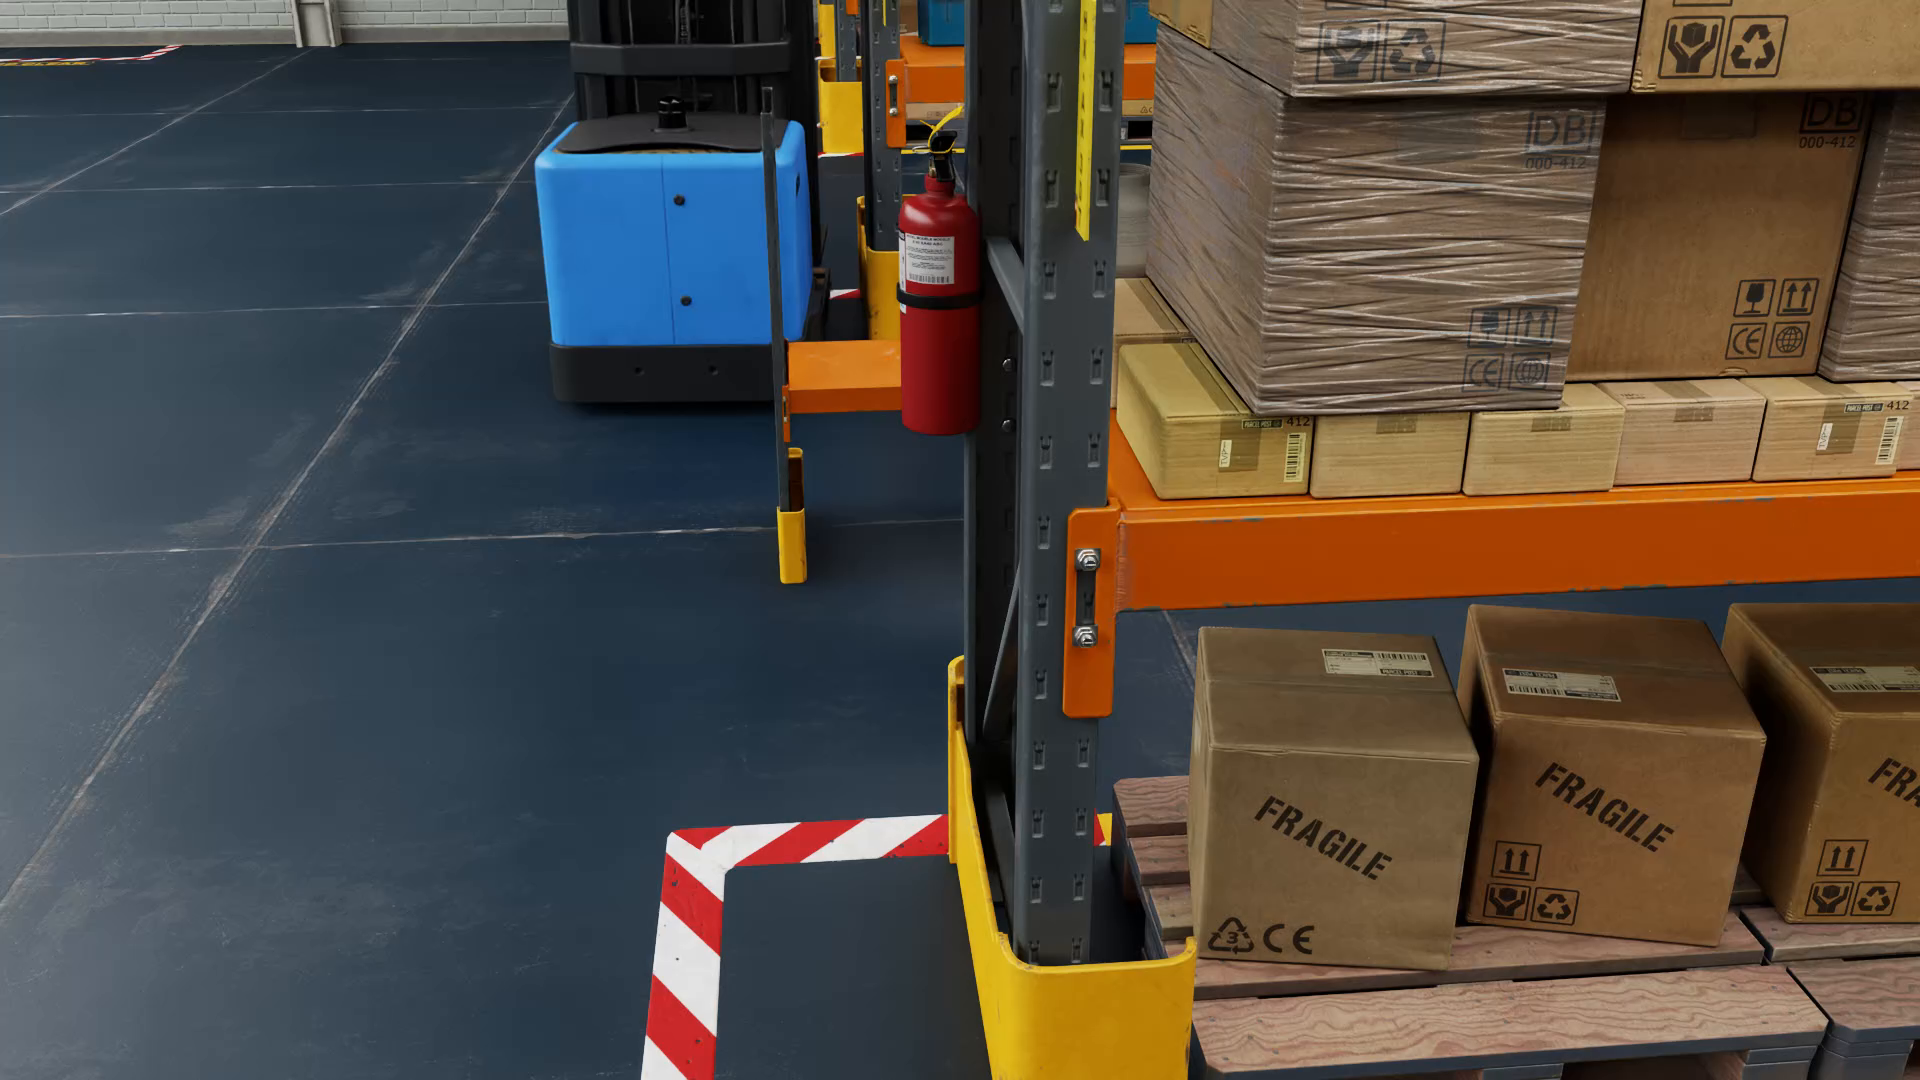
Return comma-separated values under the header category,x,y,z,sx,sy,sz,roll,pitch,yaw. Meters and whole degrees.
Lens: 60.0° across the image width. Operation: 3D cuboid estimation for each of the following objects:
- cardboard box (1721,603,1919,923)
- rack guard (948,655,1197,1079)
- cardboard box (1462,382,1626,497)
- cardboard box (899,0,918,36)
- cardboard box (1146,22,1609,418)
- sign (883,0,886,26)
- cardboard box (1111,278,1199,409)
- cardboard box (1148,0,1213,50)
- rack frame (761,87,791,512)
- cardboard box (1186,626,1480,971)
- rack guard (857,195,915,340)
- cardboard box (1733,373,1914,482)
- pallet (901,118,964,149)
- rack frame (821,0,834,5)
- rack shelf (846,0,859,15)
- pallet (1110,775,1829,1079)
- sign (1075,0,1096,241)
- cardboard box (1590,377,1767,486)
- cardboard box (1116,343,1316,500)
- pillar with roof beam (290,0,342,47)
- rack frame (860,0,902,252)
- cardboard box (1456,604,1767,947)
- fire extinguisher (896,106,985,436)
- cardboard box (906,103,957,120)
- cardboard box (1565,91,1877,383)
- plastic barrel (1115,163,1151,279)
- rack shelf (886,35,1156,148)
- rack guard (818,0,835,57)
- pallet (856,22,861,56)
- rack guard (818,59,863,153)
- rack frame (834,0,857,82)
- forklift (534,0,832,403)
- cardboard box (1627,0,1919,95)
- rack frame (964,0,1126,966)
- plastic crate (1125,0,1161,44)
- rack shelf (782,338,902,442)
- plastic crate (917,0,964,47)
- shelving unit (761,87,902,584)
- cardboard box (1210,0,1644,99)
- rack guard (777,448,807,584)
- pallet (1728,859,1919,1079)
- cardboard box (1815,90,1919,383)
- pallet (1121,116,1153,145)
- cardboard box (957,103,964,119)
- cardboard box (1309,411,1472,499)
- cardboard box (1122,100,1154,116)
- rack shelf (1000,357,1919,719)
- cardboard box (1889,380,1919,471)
category,x,y,z,sx,sy,sz,roll,pitch,yaw
cardboard box,1.959,0.467,3.568,0.500,0.500,0.500,0,24,0
rack guard,0.195,0.729,3.495,0.348,0.500,1.175,-2,24,-5
cardboard box,0.928,-0.217,2.854,0.250,0.149,0.380,-2,24,-5
cardboard box,-0.346,-3.835,12.629,0.500,0.500,0.500,-2,24,-5
cardboard box,0.670,-0.603,2.924,0.500,0.500,0.875,-2,24,-5
sign,-0.317,-2.316,6.928,0.005,0.325,0.100,-2,24,-5
cardboard box,0.383,-0.391,3.245,0.250,0.149,0.380,-2,24,-5
cardboard box,0.643,-1.171,2.971,0.500,0.500,0.500,-2,24,-5
rack frame,-0.591,-0.662,5.392,0.032,1.500,0.500,-2,24,-5
cardboard box,0.743,0.522,3.444,0.500,0.500,0.500,2,24,5
rack guard,-0.296,-1.292,8.042,0.348,0.500,1.175,-2,24,-5
cardboard box,1.424,-0.242,2.912,0.250,0.149,0.380,-2,24,-5
pallet,-0.093,-3.188,12.663,1.213,0.211,1.003,-2,24,-5
rack frame,-1.341,-6.417,16.494,0.127,3.000,1.000,-2,24,-5
rack shelf,1.140,-4.166,12.315,4.000,0.370,1.077,-2,24,-5
pallet,1.007,0.843,3.595,1.213,0.211,1.003,-2,24,-5
sign,0.173,-0.587,2.311,0.005,0.325,0.100,-2,24,-5
cardboard box,1.174,-0.235,2.896,0.250,0.149,0.380,-2,24,-5
cardboard box,0.427,-0.211,2.840,0.250,0.149,0.380,-2,24,-5
pillar with roof beam,-6.277,-7.556,11.671,0.400,9.000,9.100,-2,24,-5
rack frame,-0.367,-2.413,7.485,0.127,3.000,1.000,-2,24,-5
cardboard box,1.334,0.484,3.529,0.500,0.500,0.500,4,24,9
fire extinguisher,-0.040,-0.557,3.405,0.183,0.674,0.296,-2,24,-5
cardboard box,-0.295,-3.282,12.309,0.500,0.250,0.500,-2,24,-5
cardboard box,1.155,-0.671,3.078,0.500,0.500,0.875,-2,24,-5
plastic barrel,0.779,-1.545,8.078,0.421,0.512,0.421,0,24,0
rack shelf,1.623,-2.164,7.810,4.000,0.370,1.077,-2,24,-5
rack guard,-1.265,-5.278,17.008,0.348,0.500,1.175,-2,24,-5
pallet,-0.453,-5.164,17.108,1.213,0.211,1.003,-2,24,-5
rack guard,-0.874,-3.272,12.495,0.348,0.500,1.175,-2,24,-5
rack frame,-0.850,-4.415,11.989,0.127,3.000,1.000,-2,24,-5
forklift,-1.209,-2.457,7.669,1.130,2.935,3.031,-1,24,-2
cardboard box,1.192,-0.978,2.537,0.500,0.500,0.500,-2,24,-5
rack frame,0.120,-0.411,2.981,0.127,3.000,1.000,-2,24,-5
plastic crate,0.748,-2.509,7.885,0.408,0.251,0.499,-2,24,-5
rack shelf,-0.085,-0.518,5.511,1.000,0.185,0.538,-2,24,-5
plastic crate,0.101,-2.486,7.832,0.616,0.251,0.499,-2,24,-5
shelving unit,-0.076,-0.682,5.439,1.083,1.500,0.587,-2,24,-5
cardboard box,0.694,-0.961,2.498,0.500,0.500,0.500,-2,24,-5
rack guard,-0.571,-0.091,5.648,0.087,0.250,0.587,-2,24,-5
pallet,2.218,0.795,3.701,1.213,0.211,1.003,-2,24,-5
cardboard box,1.657,-0.674,3.084,0.500,0.500,0.875,-2,24,-5
pallet,1.118,-3.236,12.769,1.213,0.211,1.003,-2,24,-5
cardboard box,0.202,-3.303,12.357,0.500,0.250,0.500,-2,24,-5
cardboard box,0.677,-0.213,2.845,0.250,0.149,0.380,-2,24,-5
cardboard box,1.198,-3.341,12.442,0.500,0.250,0.500,-2,24,-5
rack shelf,2.110,-0.162,3.306,4.000,0.370,1.077,-2,24,-5
cardboard box,1.670,-0.263,2.959,0.250,0.149,0.380,-2,24,-5
